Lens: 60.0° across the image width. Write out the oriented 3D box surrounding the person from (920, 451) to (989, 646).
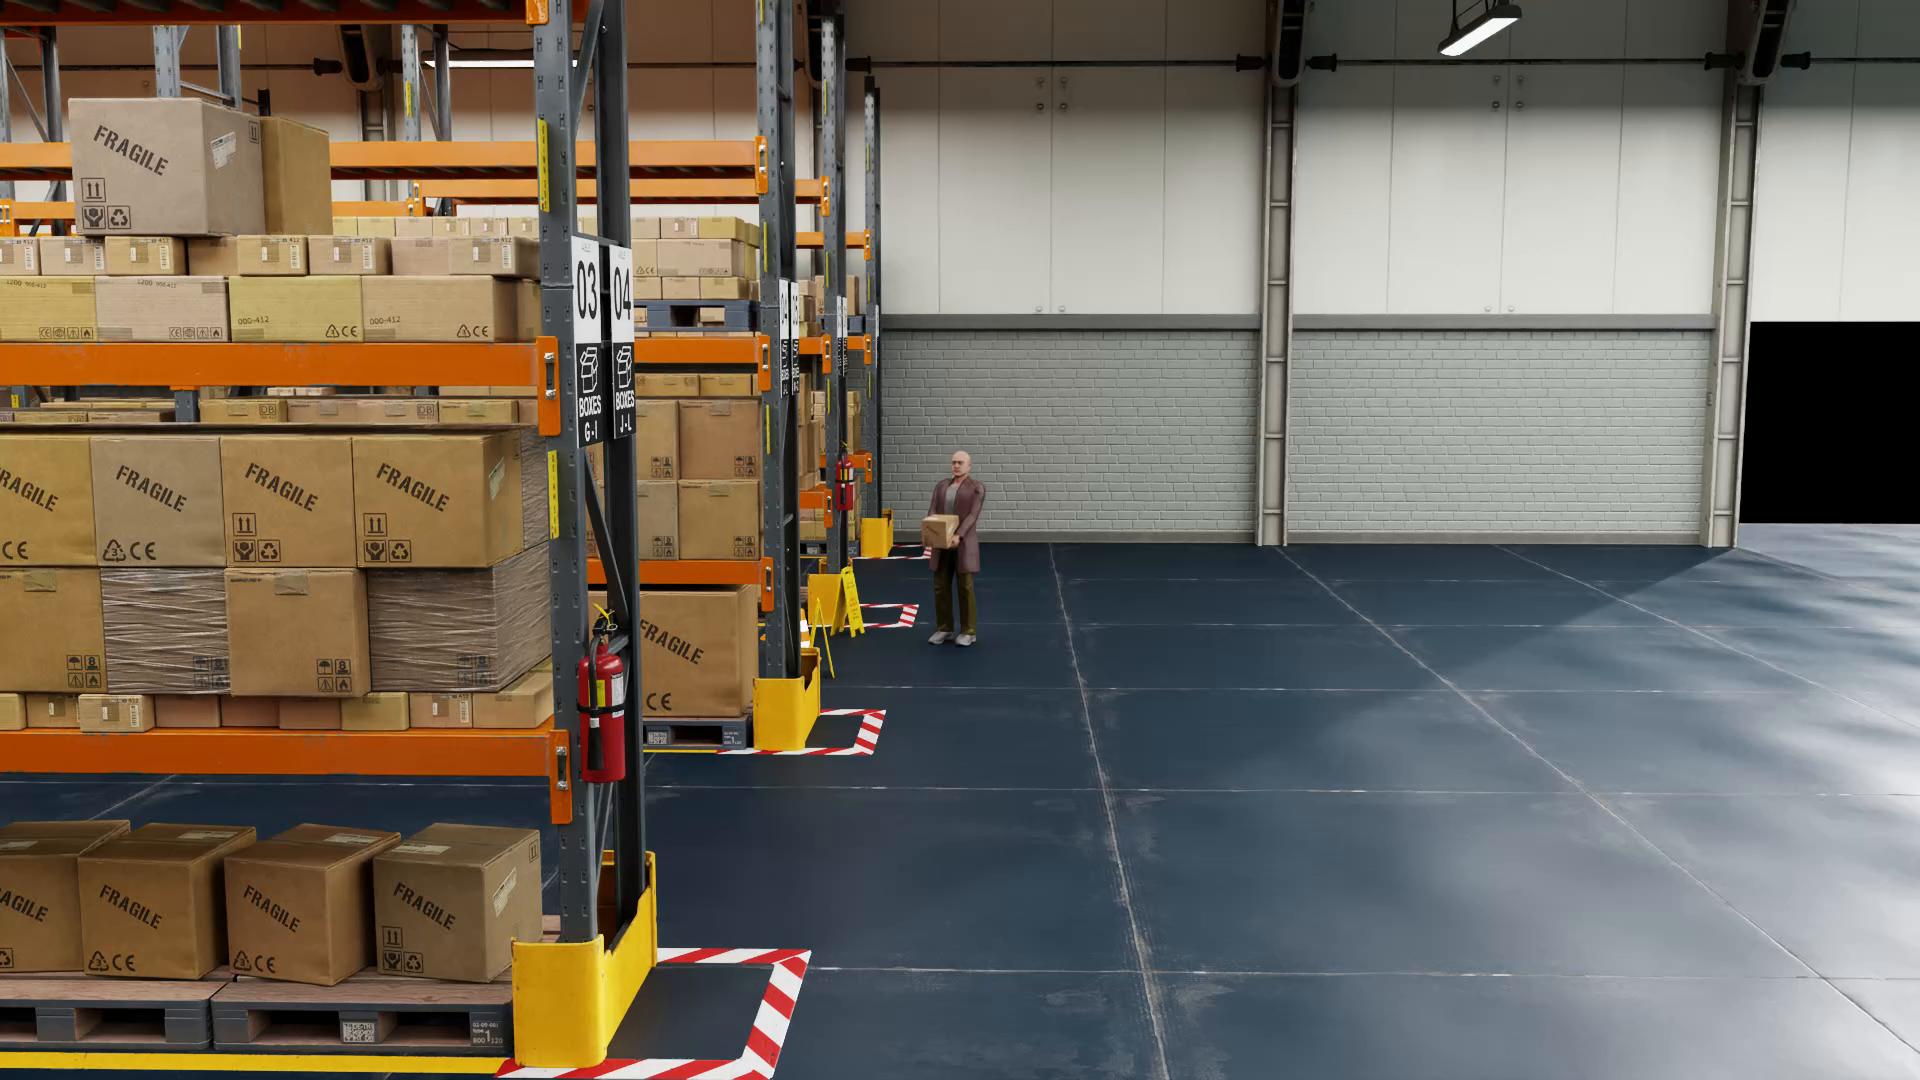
[{"bbox_3d":[-0.037,0.069,15.262,0.644,1.774,0.420,3,8,26],"label":"person"}]
